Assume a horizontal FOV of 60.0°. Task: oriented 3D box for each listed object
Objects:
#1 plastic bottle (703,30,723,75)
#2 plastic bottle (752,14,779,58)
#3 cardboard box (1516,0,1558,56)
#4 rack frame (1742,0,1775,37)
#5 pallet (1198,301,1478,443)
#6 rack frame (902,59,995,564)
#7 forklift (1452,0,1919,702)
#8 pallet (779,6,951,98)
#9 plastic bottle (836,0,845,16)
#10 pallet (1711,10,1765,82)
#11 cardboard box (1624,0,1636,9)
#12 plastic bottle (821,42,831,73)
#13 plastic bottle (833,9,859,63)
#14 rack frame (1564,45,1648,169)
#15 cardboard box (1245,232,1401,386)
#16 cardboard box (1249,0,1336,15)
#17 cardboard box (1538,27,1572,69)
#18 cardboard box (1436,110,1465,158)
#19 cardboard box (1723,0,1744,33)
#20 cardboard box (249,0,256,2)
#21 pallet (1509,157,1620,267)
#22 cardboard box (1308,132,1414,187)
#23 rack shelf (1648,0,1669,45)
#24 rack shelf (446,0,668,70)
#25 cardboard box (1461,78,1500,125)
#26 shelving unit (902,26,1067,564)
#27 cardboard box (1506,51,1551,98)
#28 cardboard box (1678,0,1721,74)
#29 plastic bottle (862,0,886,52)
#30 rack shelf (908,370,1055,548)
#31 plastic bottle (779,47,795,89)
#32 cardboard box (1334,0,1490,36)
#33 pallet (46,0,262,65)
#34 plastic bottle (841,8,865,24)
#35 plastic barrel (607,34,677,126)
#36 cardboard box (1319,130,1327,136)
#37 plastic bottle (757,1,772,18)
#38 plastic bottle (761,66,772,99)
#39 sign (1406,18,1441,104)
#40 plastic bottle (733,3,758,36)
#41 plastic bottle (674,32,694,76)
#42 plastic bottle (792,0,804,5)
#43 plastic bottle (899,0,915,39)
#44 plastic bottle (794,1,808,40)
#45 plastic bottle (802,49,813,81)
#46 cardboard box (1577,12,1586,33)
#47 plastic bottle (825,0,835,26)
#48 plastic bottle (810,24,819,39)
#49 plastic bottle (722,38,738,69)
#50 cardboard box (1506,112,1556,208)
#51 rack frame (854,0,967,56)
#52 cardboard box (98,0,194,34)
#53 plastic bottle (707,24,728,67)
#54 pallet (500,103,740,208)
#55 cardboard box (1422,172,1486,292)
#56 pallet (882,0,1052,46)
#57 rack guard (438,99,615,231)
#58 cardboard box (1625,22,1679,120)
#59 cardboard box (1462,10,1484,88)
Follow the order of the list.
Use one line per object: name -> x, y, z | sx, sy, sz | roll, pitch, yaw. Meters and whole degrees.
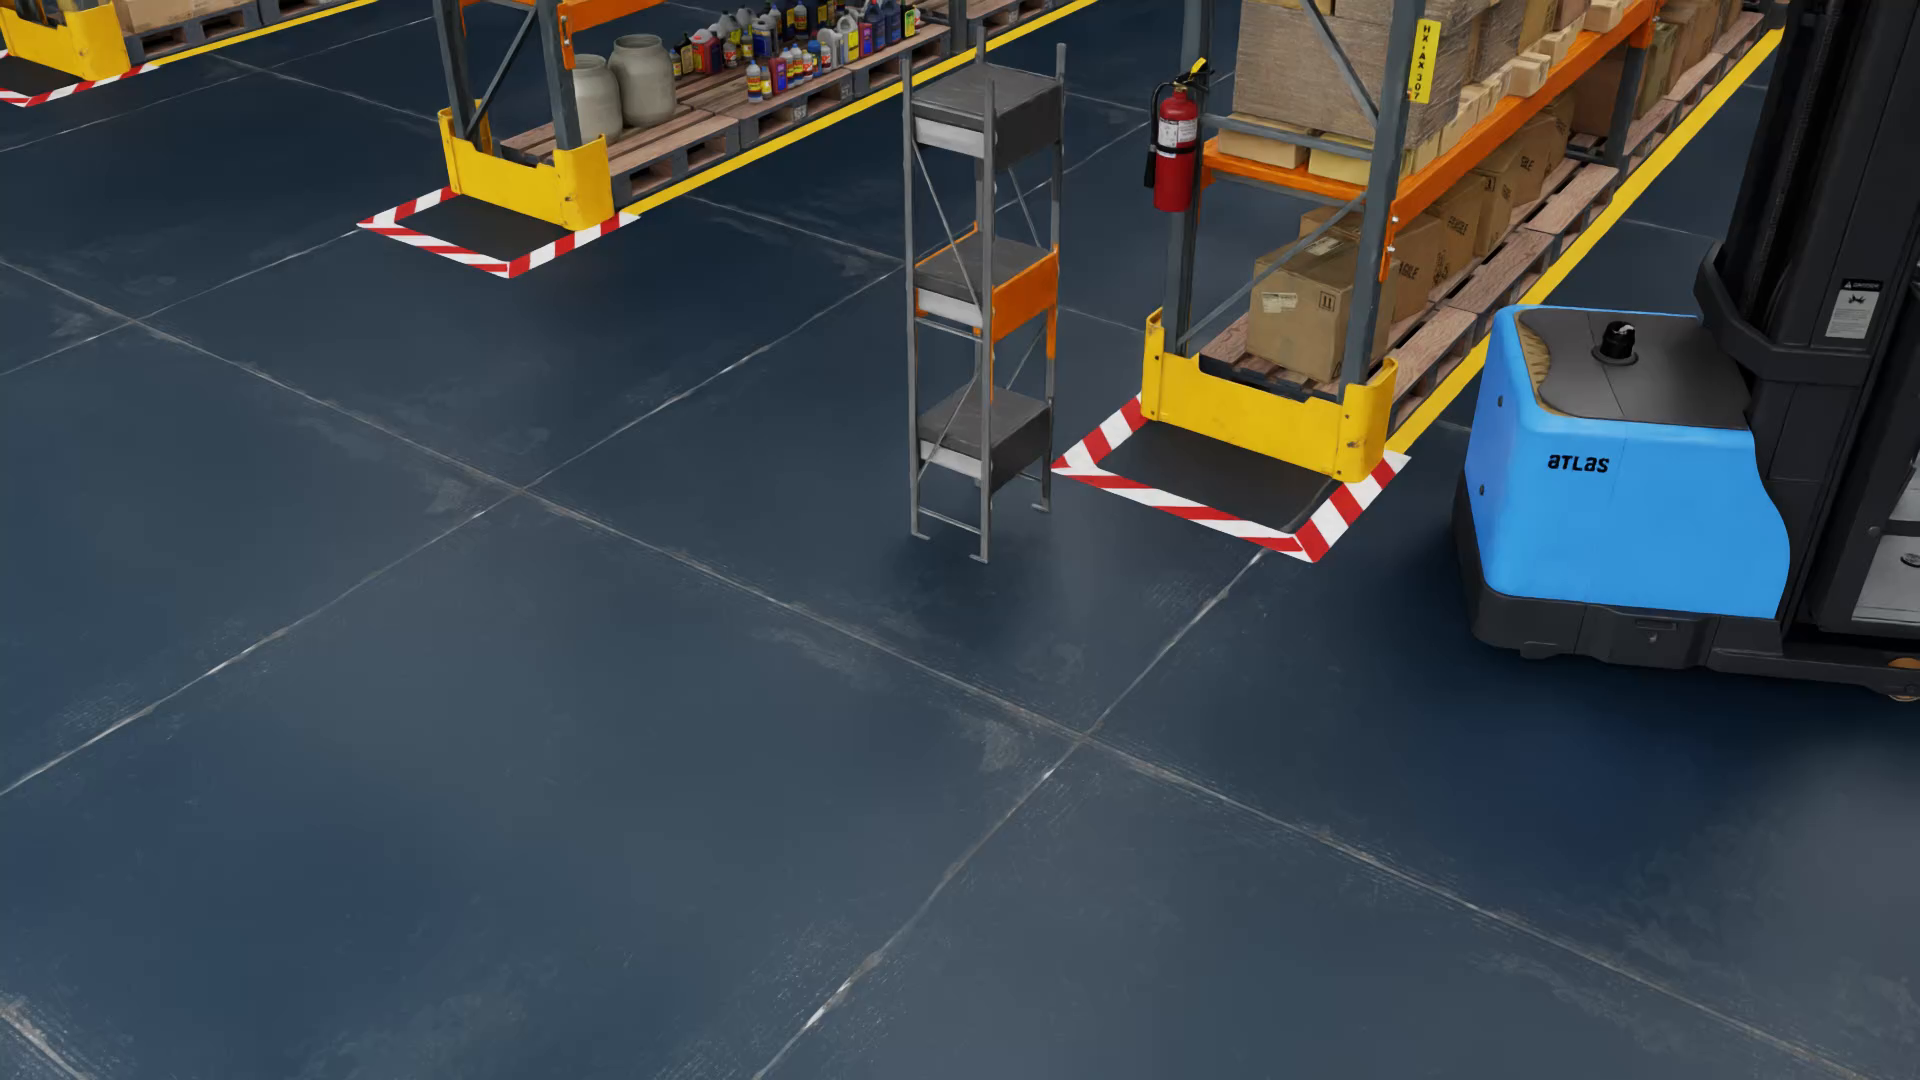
plastic bottle -> -1.733, -3.417, 11.657 | 0.061, 0.283, 0.133 | 21, 39, 28
plastic bottle -> -1.409, -3.638, 11.991 | 0.152, 0.276, 0.135 | 21, 39, 28
cardboard box -> 2.532, -2.839, 8.415 | 0.875, 0.500, 0.500 | 21, 39, 28
rack frame -> 5.956, -5.400, 12.558 | 1.000, 3.000, 0.127 | 21, 39, 28
pallet -> 1.930, -0.961, 8.483 | 1.003, 0.211, 1.213 | 21, 39, 28
rack frame -> -0.045, -0.834, 6.608 | 0.400, 2.100, 0.015 | 21, 39, 28
forklift -> 3.588, -0.903, 5.969 | 3.031, 2.935, 1.130 | 5, 34, 7
pallet -> -0.811, -3.691, 12.519 | 1.003, 0.211, 1.213 | 21, 39, 28
plastic bottle -> -0.936, -4.187, 12.807 | 0.097, 0.271, 0.097 | 0, 34, 0
pallet -> 5.509, -3.886, 12.808 | 1.003, 0.211, 1.213 | 21, 39, 28
cardboard box -> 3.644, -3.151, 9.456 | 0.380, 0.149, 0.250 | 21, 39, 28
plastic bottle -> -0.958, -3.403, 11.709 | 0.097, 0.201, 0.097 | 0, 34, 0
plastic bottle -> -0.818, -3.601, 11.870 | 0.144, 0.351, 0.185 | 21, 39, 28
rack frame -> 3.675, -3.560, 9.836 | 1.000, 3.000, 0.127 | 21, 39, 28
cardboard box -> 1.764, -1.139, 8.114 | 0.500, 0.500, 0.500 | -29, 43, -35
cardboard box -> 1.505, -2.630, 7.214 | 0.500, 0.500, 0.500 | 21, 39, 28
cardboard box -> 2.927, -2.577, 8.607 | 0.380, 0.149, 0.250 | 21, 39, 28
cardboard box -> 2.066, -1.889, 7.590 | 0.380, 0.149, 0.250 | 21, 39, 28
cardboard box -> 5.590, -4.233, 12.670 | 0.700, 0.500, 0.500 | 19, 38, 26
cardboard box -> -5.686, -4.557, 13.390 | 0.500, 0.250, 0.500 | 21, 39, 28
pallet -> 3.321, -2.084, 10.143 | 1.003, 0.211, 1.213 | 21, 39, 28
cardboard box -> 1.753, -1.670, 7.266 | 0.380, 0.149, 0.250 | 21, 39, 28
rack shelf -> 4.816, -4.182, 11.399 | 1.077, 0.370, 4.000 | 21, 39, 28
rack shelf -> -1.534, -3.923, 11.016 | 1.077, 0.370, 4.000 | 21, 39, 28
cardboard box -> 2.340, -2.123, 7.937 | 0.380, 0.149, 0.250 | 21, 39, 28
shelving unit -> 0.094, -0.946, 6.774 | 0.431, 2.100, 0.503 | 21, 39, 28
cardboard box -> 2.688, -2.329, 8.241 | 0.380, 0.149, 0.250 | 21, 39, 28
cardboard box -> 4.967, -3.710, 11.897 | 0.700, 0.500, 0.500 | 25, 41, 32
plastic bottle -> -0.634, -3.750, 12.089 | 0.144, 0.351, 0.185 | 19, 39, 26
rack shelf -> 0.094, -0.355, 7.174 | 0.431, 0.518, 0.480 | 21, 39, 28
plastic bottle -> -1.189, -3.245, 11.414 | 0.097, 0.271, 0.097 | 0, 34, 0
cardboard box -> 1.932, -2.464, 6.968 | 0.500, 0.500, 0.500 | 21, 39, 28
pallet -> -6.340, -4.095, 13.117 | 1.003, 0.211, 1.213 | 21, 39, 28
plastic bottle -> -0.770, -3.755, 12.163 | 0.152, 0.276, 0.135 | 21, 39, 28
plastic barrel -> -2.076, -3.002, 10.858 | 0.421, 0.512, 0.421 | 0, 34, 0
cardboard box -> 1.530, -1.927, 7.646 | 0.380, 0.149, 0.250 | 21, 39, 28
plastic bottle -> -1.431, -3.810, 12.239 | 0.061, 0.283, 0.133 | 23, 40, 30
plastic bottle -> -1.326, -3.106, 11.271 | 0.097, 0.201, 0.097 | 0, 34, 0
sign -> 1.840, -1.904, 6.615 | 0.100, 0.325, 0.005 | 21, 39, 28
plastic bottle -> -1.545, -3.705, 12.023 | 0.144, 0.351, 0.185 | 21, 39, 28
plastic bottle -> -1.936, -3.403, 11.636 | 0.061, 0.283, 0.133 | 22, 40, 29
plastic bottle -> -1.195, -3.988, 12.441 | 0.144, 0.351, 0.185 | 22, 40, 29
plastic bottle -> -0.397, -3.872, 12.330 | 0.061, 0.283, 0.133 | 23, 41, 30
plastic bottle -> -1.178, -3.849, 12.307 | 0.097, 0.271, 0.097 | 0, 34, 0
plastic bottle -> -1.076, -3.308, 11.569 | 0.097, 0.201, 0.097 | 0, 34, 0
cardboard box -> 3.150, -2.831, 8.983 | 0.380, 0.149, 0.250 | 21, 39, 28
plastic bottle -> -1.010, -4.001, 12.521 | 0.061, 0.283, 0.133 | 21, 39, 28
plastic bottle -> -1.001, -3.534, 11.830 | 0.061, 0.283, 0.133 | 21, 39, 28
plastic bottle -> -1.629, -3.449, 11.778 | 0.097, 0.201, 0.097 | 0, 34, 0
cardboard box -> 3.094, -2.261, 9.772 | 0.500, 0.500, 0.500 | -23, 40, -30
rack frame -> -0.394, -5.142, 12.175 | 1.000, 3.000, 0.127 | 21, 39, 28
cardboard box -> -6.253, -4.095, 12.708 | 0.500, 0.250, 0.500 | 21, 39, 28
plastic bottle -> -1.742, -3.511, 11.803 | 0.152, 0.276, 0.135 | 20, 39, 27
pallet -> -2.202, -2.568, 10.859 | 1.003, 0.211, 1.213 | 21, 39, 28
cardboard box -> 2.450, -1.707, 8.954 | 0.500, 0.500, 0.500 | 25, 42, 32
pallet -> 0.022, -4.360, 13.509 | 1.003, 0.211, 1.213 | 21, 39, 28
rack guard -> -2.670, -2.315, 10.228 | 1.175, 0.500, 0.348 | 21, 39, 28
cardboard box -> 4.330, -3.196, 11.136 | 0.700, 0.500, 0.500 | 21, 39, 28
cardboard box -> 1.917, -2.396, 7.761 | 0.875, 0.500, 0.500 | 21, 39, 28
